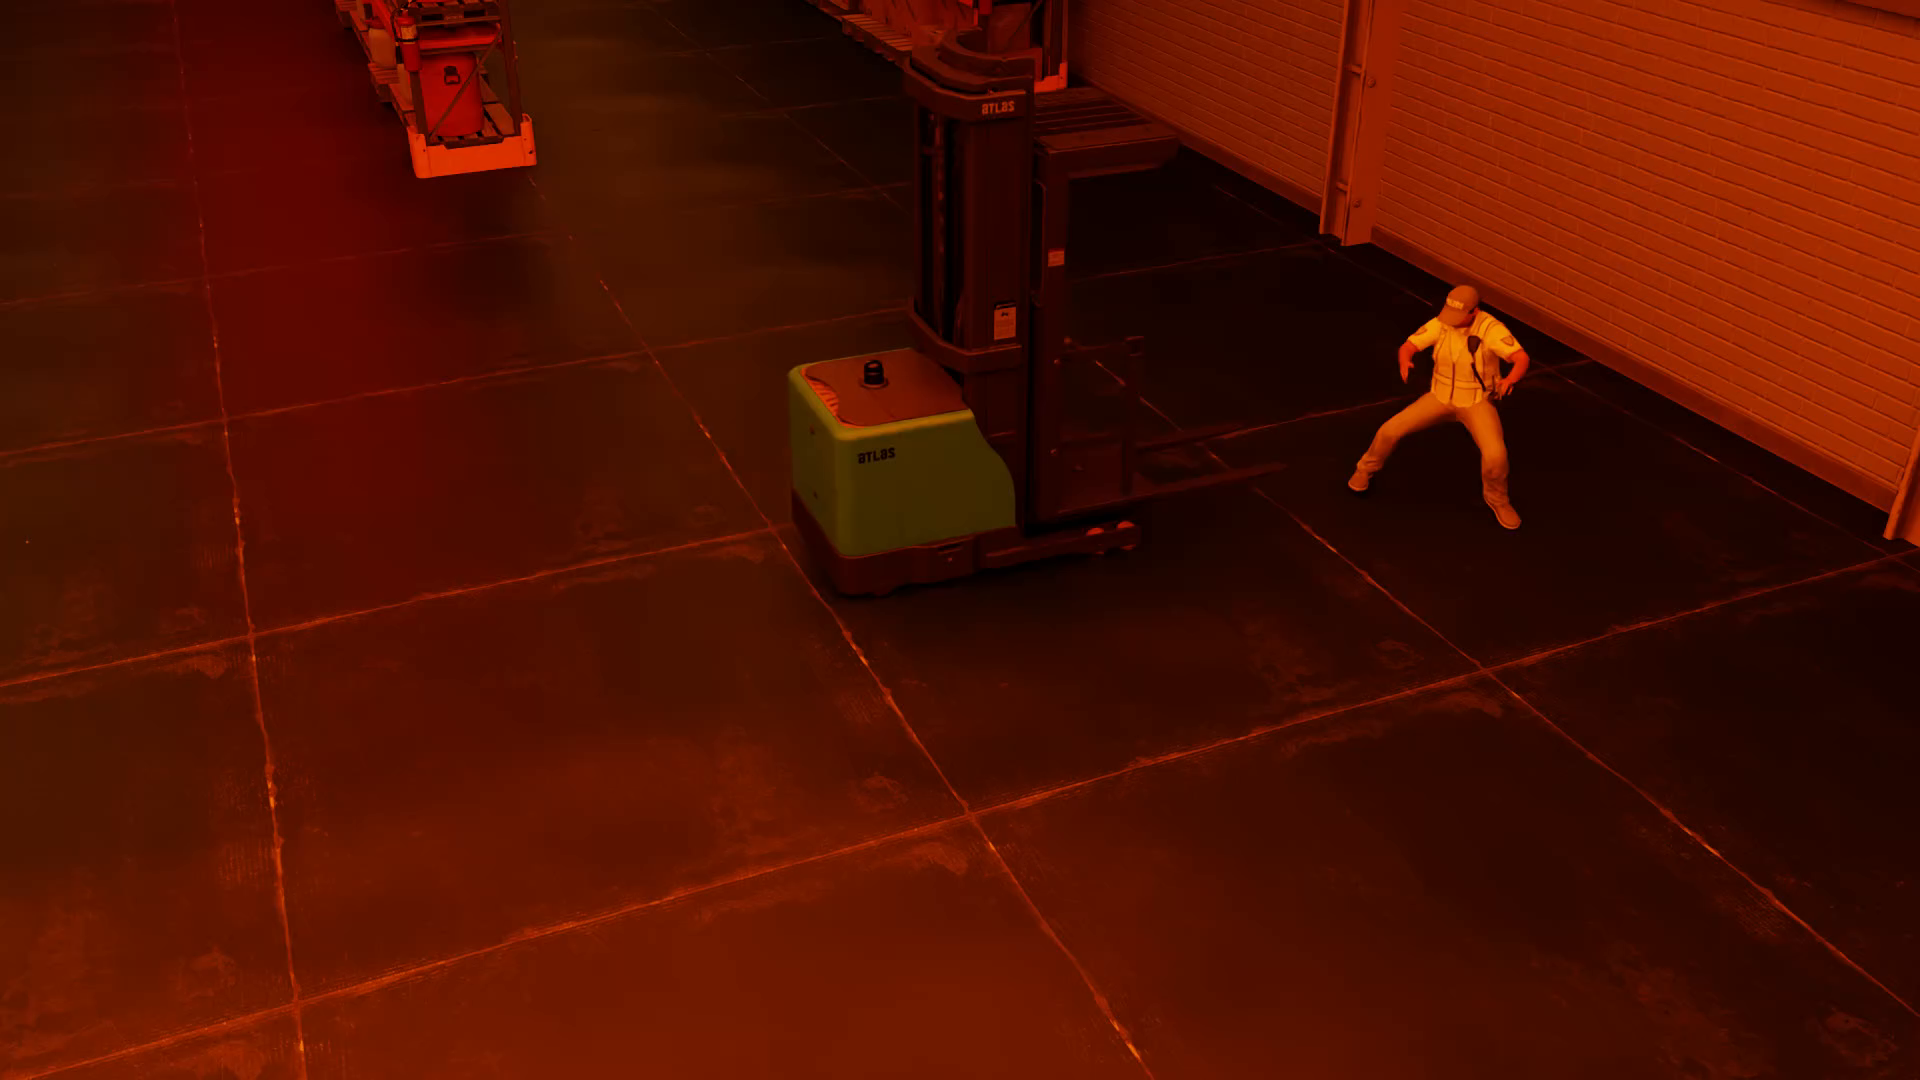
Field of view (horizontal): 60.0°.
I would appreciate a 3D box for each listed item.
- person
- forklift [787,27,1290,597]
[{"bbox_3d":[2.988,-0.847,10.099,1.081,1.426,0.712,26,39,38],"label":"person"},{"bbox_3d":[0.546,-1.408,9.583,3.031,2.935,1.130,-11,32,-19],"label":"forklift"}]
